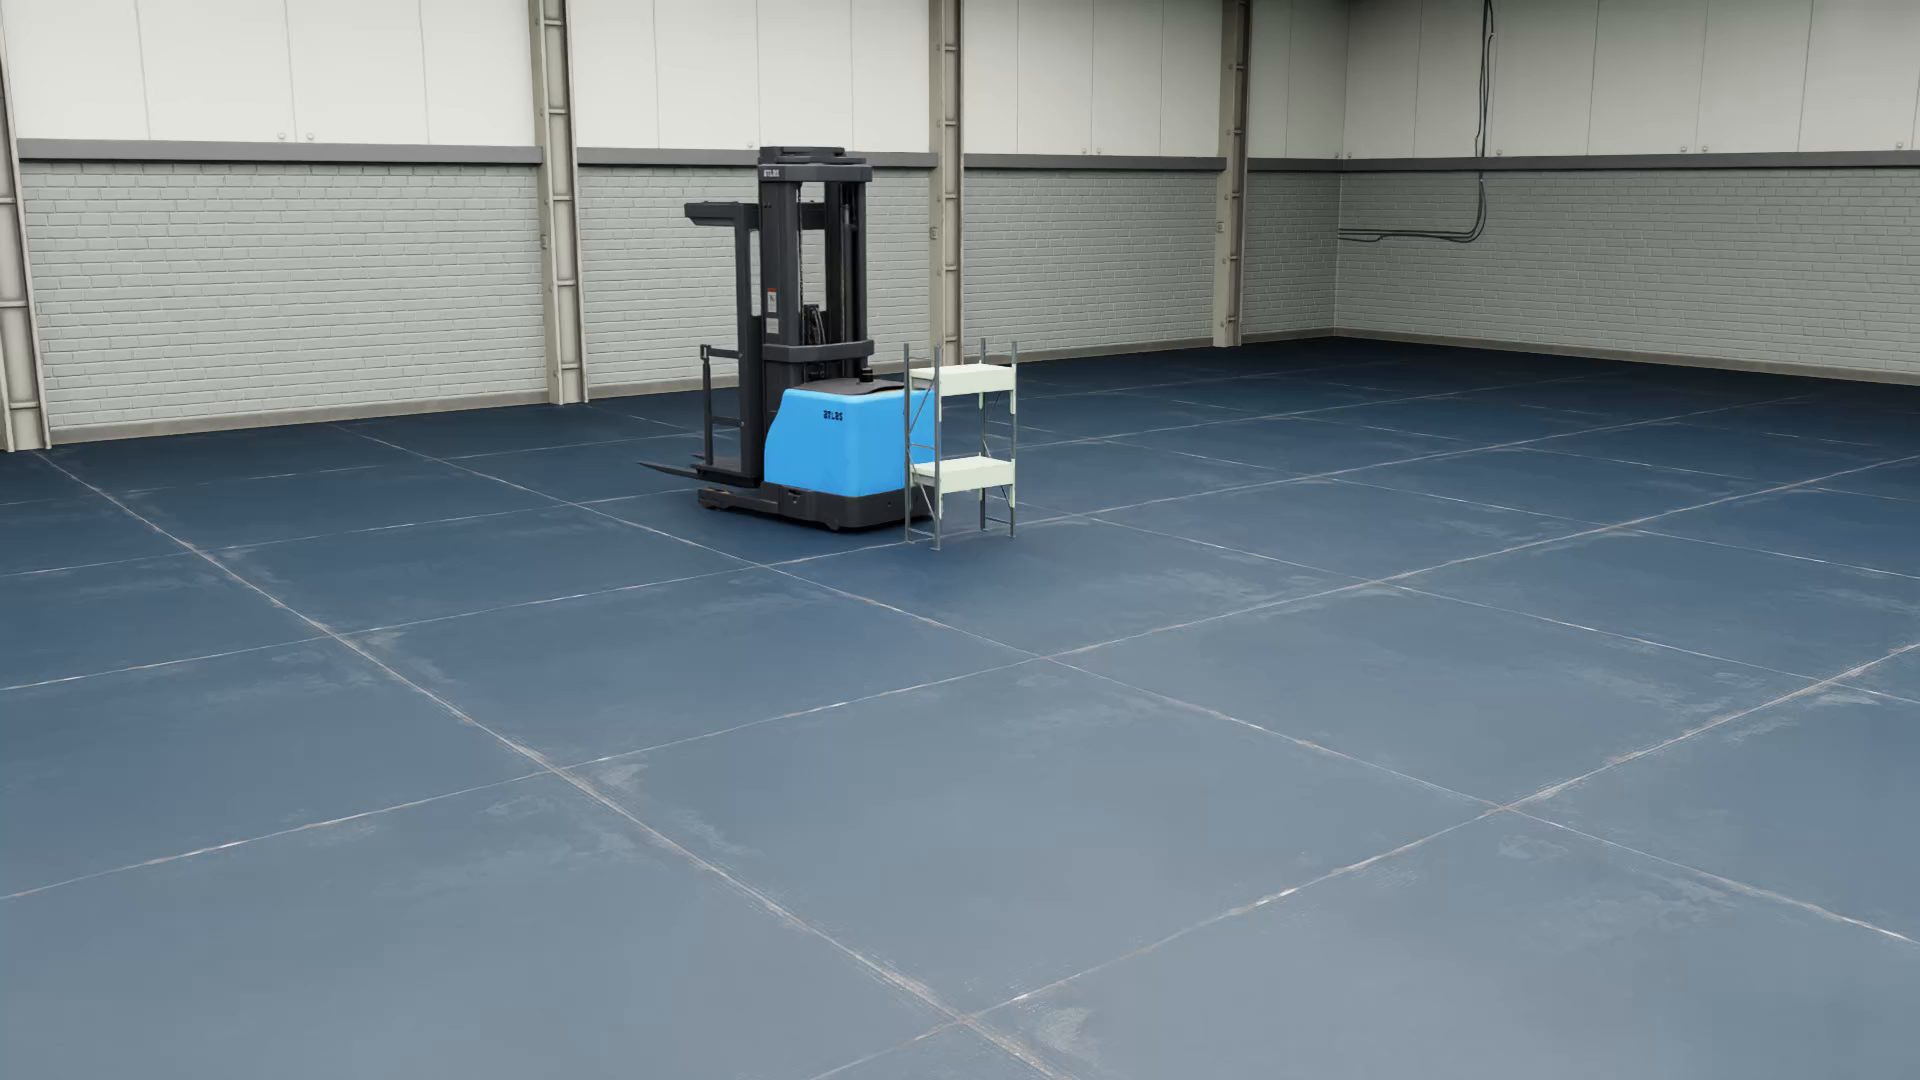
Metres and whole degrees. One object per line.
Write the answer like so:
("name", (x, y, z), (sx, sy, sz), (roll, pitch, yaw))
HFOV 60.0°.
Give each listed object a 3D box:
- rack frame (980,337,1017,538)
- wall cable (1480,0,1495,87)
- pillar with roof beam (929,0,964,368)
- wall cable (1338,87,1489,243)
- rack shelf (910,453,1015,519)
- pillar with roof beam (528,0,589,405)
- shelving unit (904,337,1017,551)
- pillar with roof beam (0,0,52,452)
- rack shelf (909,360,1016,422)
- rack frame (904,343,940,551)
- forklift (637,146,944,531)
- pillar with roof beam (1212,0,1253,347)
("rack frame", (0.291, -0.782, 12.701), (0.023, 1.500, 0.400), (-9, 15, -38))
("wall cable", (9.311, -8.356, 25.634), (0.112, 2.526, 3.097), (-9, 15, -38))
("pillar with roof beam", (2.498, -6.199, 20.158), (0.400, 9.000, 9.100), (-9, 15, -38))
("wall cable", (7.621, -6.325, 28.225), (0.112, 2.526, 3.097), (-9, 15, -38))
("rack shelf", (0.005, -0.416, 12.545), (0.720, 0.370, 0.431), (-9, 15, -38))
("pillar with roof beam", (-2.187, -5.420, 16.491), (0.400, 9.000, 9.100), (-9, 15, -38))
("shelving unit", (0.005, -0.735, 12.477), (0.755, 1.500, 0.431), (-9, 15, -38))
("pillar with roof beam", (-6.872, -4.642, 12.825), (0.400, 9.000, 9.100), (-9, 15, -38))
("rack shelf", (0.005, -1.116, 12.396), (0.720, 0.370, 0.431), (-9, 15, -38))
("rack frame", (-0.281, -0.687, 12.253), (0.023, 1.500, 0.400), (-9, 15, -38))
("forklift", (-1.551, -1.742, 13.777), (3.031, 2.935, 1.130), (11, 16, 42))
("pillar with roof beam", (7.183, -6.978, 23.824), (0.400, 9.000, 9.100), (-9, 15, -38))
